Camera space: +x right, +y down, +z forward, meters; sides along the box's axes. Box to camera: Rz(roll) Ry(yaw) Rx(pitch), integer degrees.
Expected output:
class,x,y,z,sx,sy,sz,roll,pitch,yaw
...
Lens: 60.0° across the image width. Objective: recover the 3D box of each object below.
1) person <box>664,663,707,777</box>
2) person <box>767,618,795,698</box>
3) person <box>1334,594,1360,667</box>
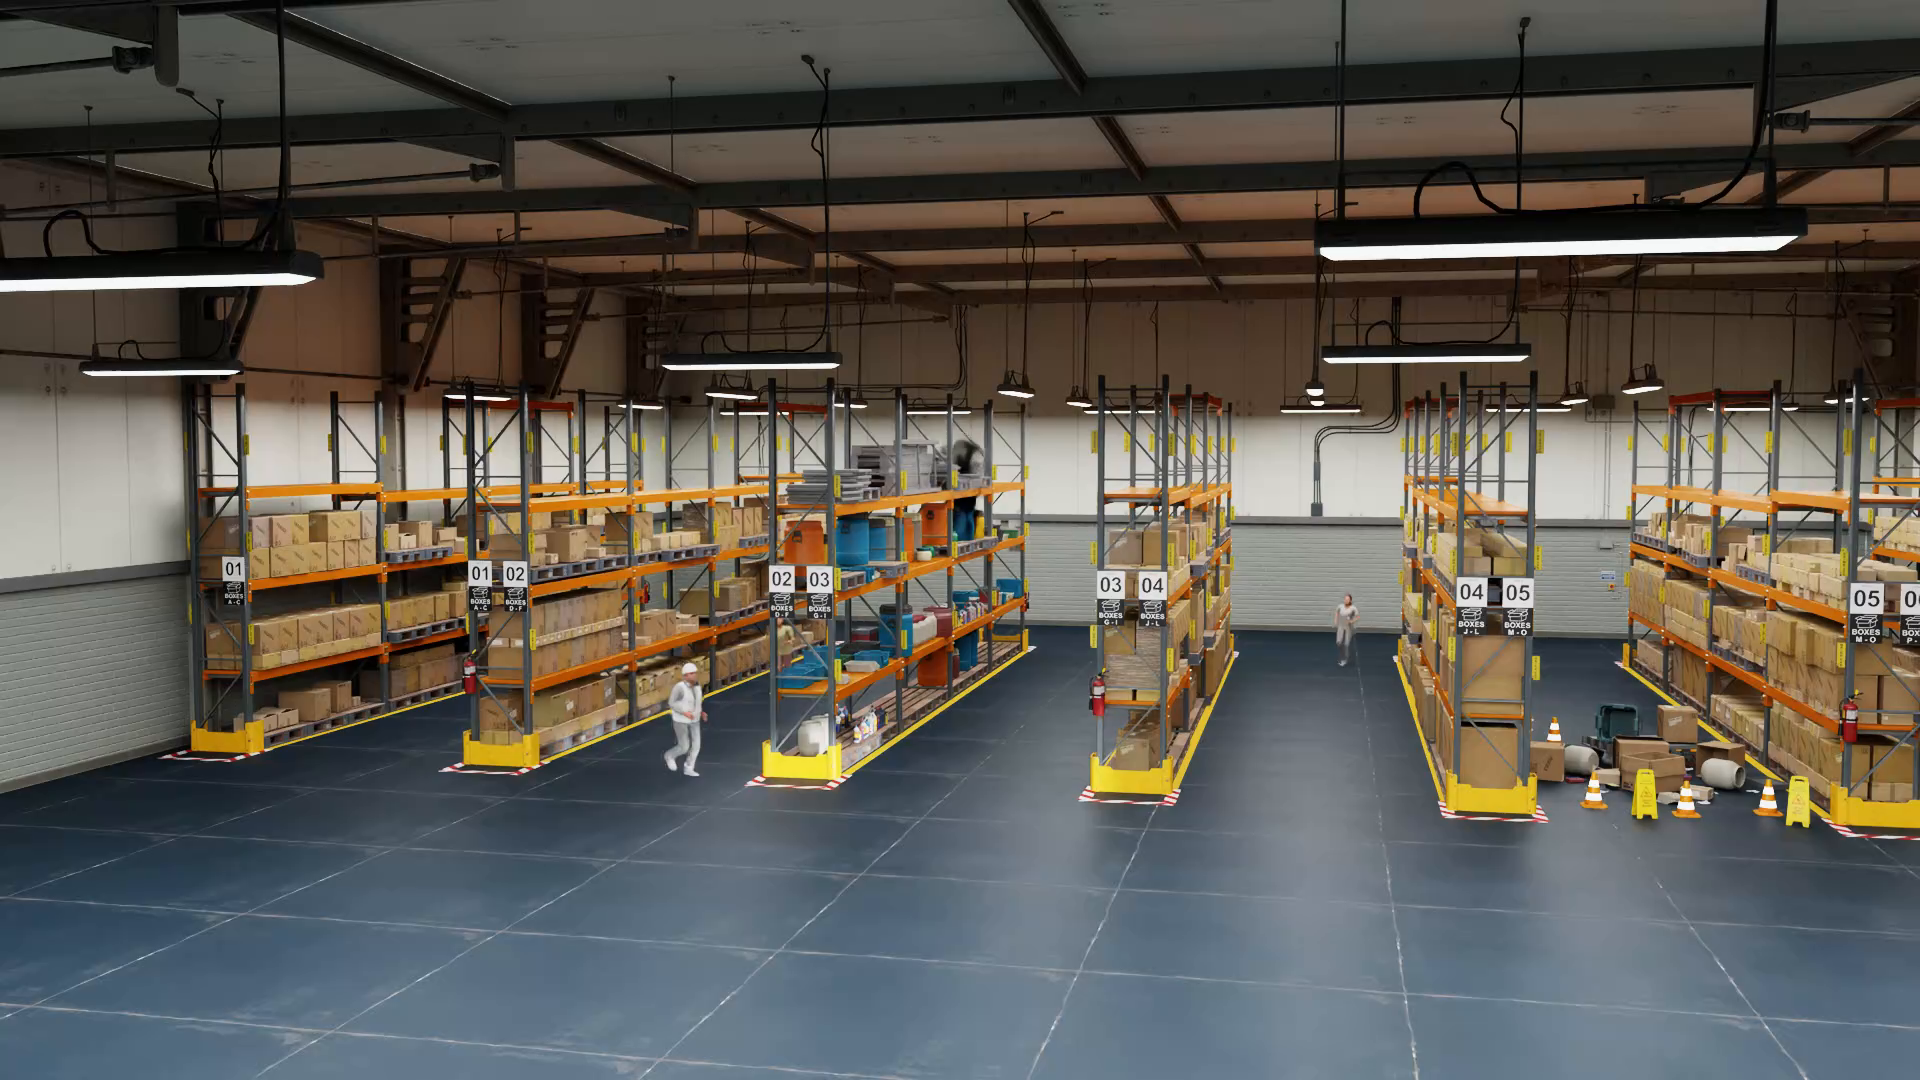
class,x,y,z,sx,sy,sz,roll,pitch,yaw
person,-4.178,2.712,25.187,0.754,1.725,0.658,3,5,44
person,-3.554,2.272,33.034,0.578,1.641,0.859,0,3,0
person,8.809,2.043,37.775,0.589,1.681,0.747,1,4,24
